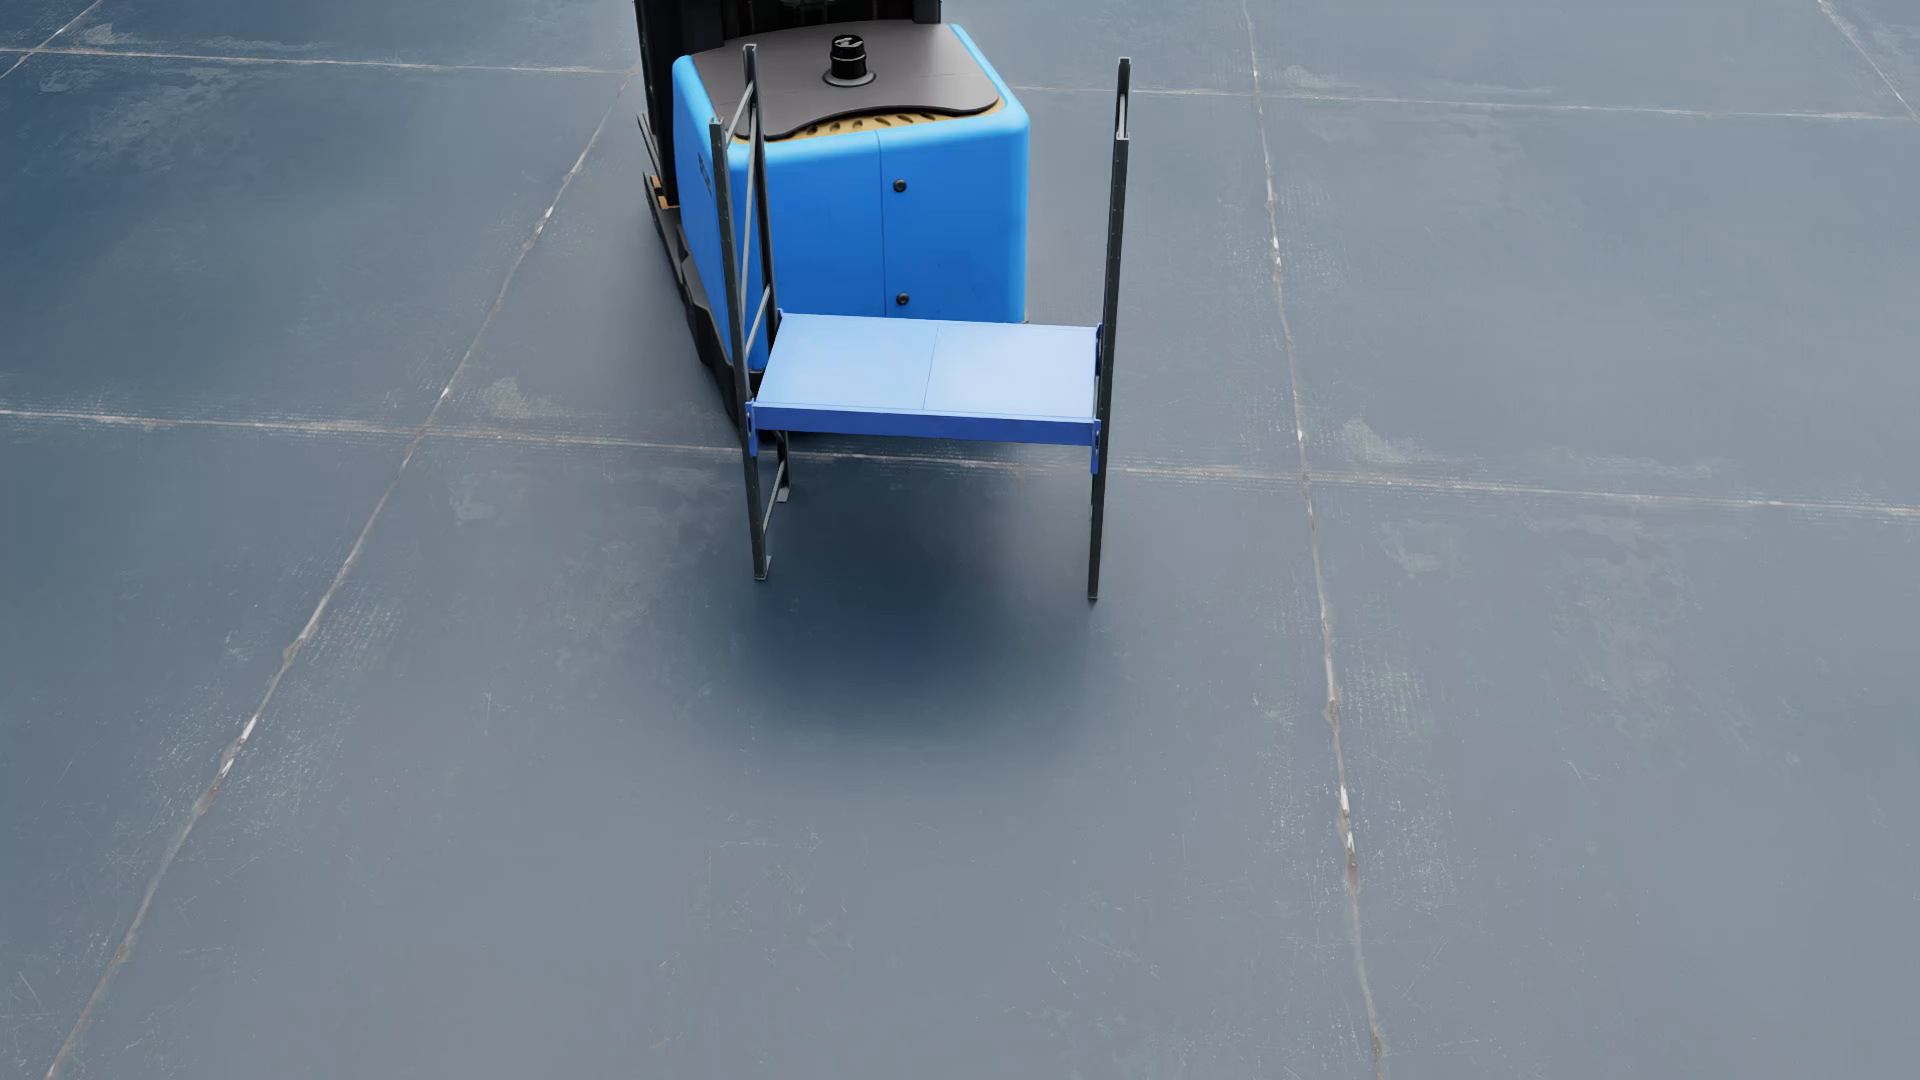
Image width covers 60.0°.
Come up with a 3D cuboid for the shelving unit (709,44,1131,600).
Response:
[{"bbox_3d":[-0.085,-0.586,4.782,1.048,1.500,0.538,3,39,4],"label":"shelving unit"}]

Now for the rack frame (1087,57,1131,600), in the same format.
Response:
[{"bbox_3d":[0.421,-0.559,4.748,0.032,1.500,0.500,3,39,4],"label":"rack frame"}]

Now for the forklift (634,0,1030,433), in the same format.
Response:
[{"bbox_3d":[-0.676,-2.434,5.919,1.130,2.935,3.031,-11,40,-13],"label":"forklift"}]

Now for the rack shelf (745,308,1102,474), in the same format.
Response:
[{"bbox_3d":[-0.085,-0.447,4.896,1.000,0.185,0.538,3,39,4],"label":"rack shelf"}]

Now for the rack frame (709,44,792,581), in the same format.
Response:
[{"bbox_3d":[-0.591,-0.614,4.816,0.032,1.500,0.500,3,39,4],"label":"rack frame"}]
